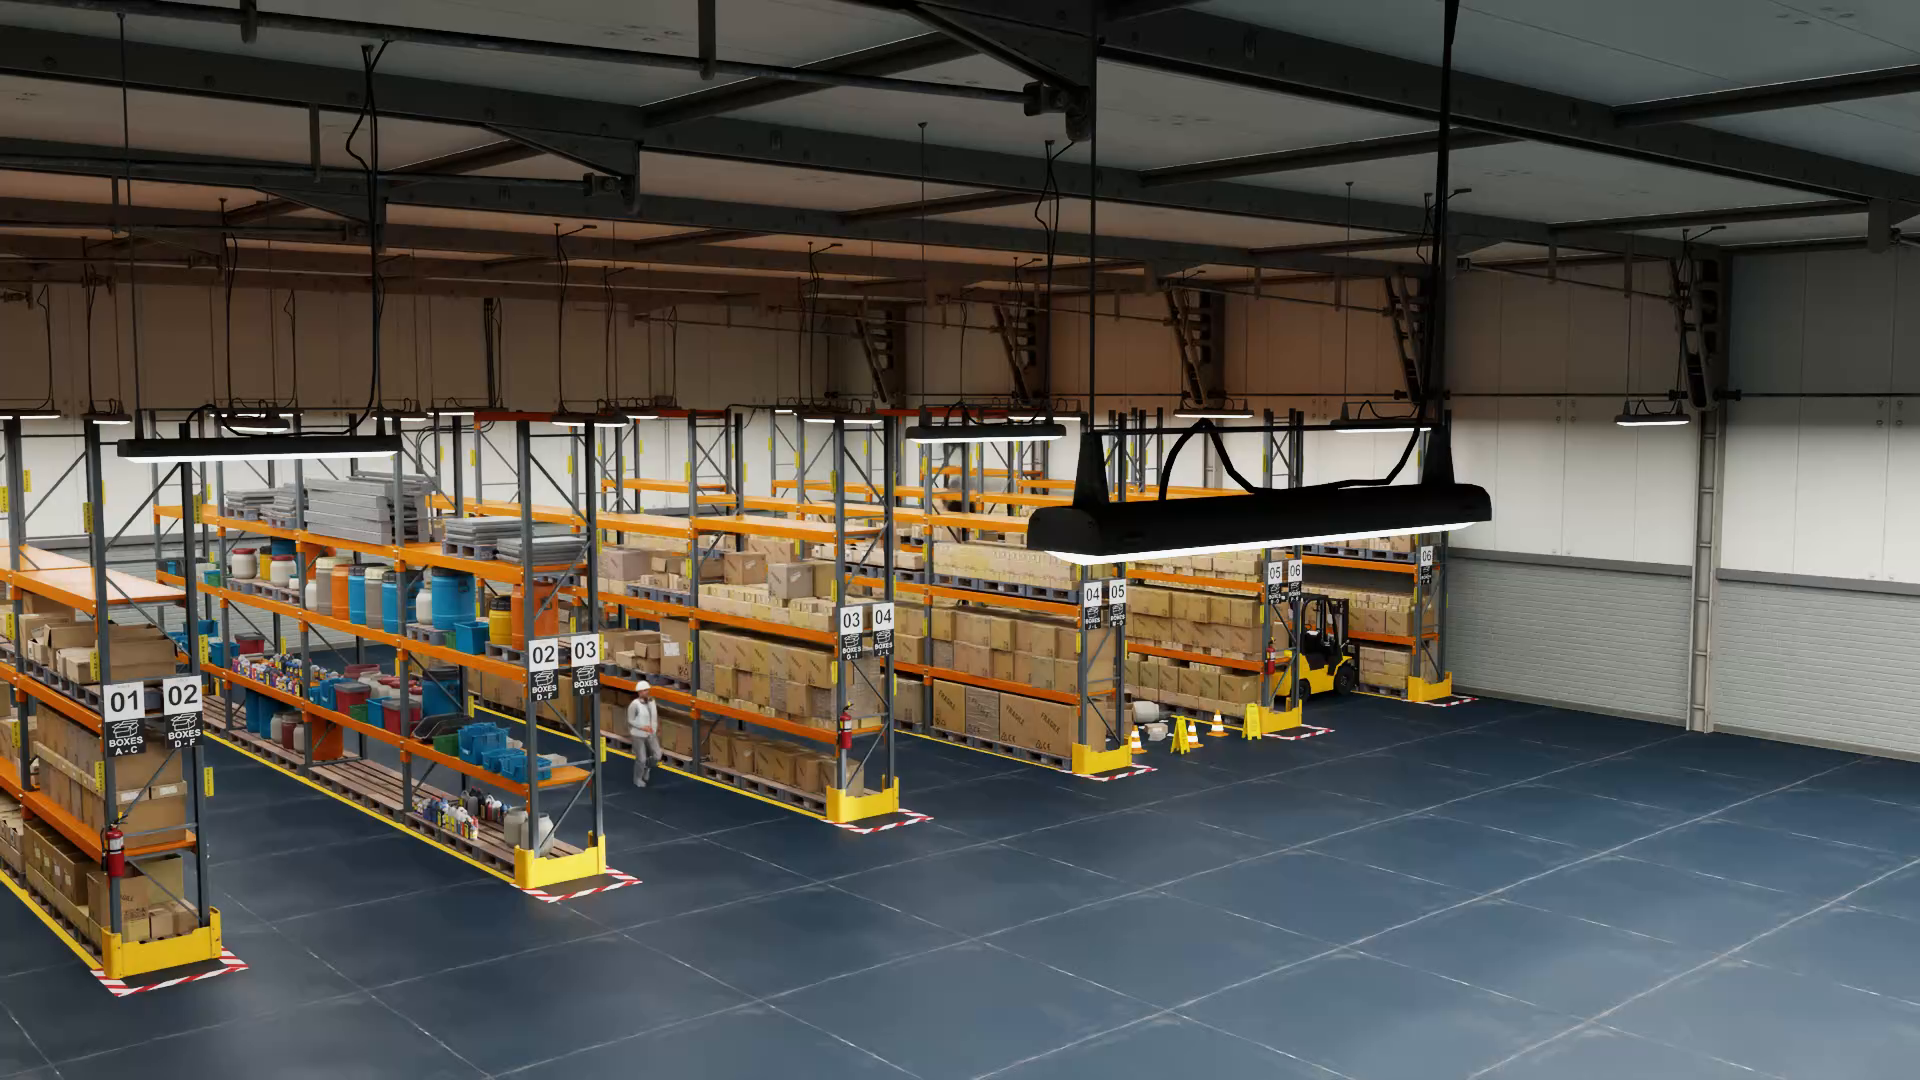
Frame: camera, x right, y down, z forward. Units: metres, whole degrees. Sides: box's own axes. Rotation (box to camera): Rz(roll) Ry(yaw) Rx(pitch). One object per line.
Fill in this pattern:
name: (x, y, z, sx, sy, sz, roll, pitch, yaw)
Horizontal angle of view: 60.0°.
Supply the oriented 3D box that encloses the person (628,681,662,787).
person: (-5.039, 3.118, 26.726, 0.640, 1.726, 0.662, -5, 7, -45)
